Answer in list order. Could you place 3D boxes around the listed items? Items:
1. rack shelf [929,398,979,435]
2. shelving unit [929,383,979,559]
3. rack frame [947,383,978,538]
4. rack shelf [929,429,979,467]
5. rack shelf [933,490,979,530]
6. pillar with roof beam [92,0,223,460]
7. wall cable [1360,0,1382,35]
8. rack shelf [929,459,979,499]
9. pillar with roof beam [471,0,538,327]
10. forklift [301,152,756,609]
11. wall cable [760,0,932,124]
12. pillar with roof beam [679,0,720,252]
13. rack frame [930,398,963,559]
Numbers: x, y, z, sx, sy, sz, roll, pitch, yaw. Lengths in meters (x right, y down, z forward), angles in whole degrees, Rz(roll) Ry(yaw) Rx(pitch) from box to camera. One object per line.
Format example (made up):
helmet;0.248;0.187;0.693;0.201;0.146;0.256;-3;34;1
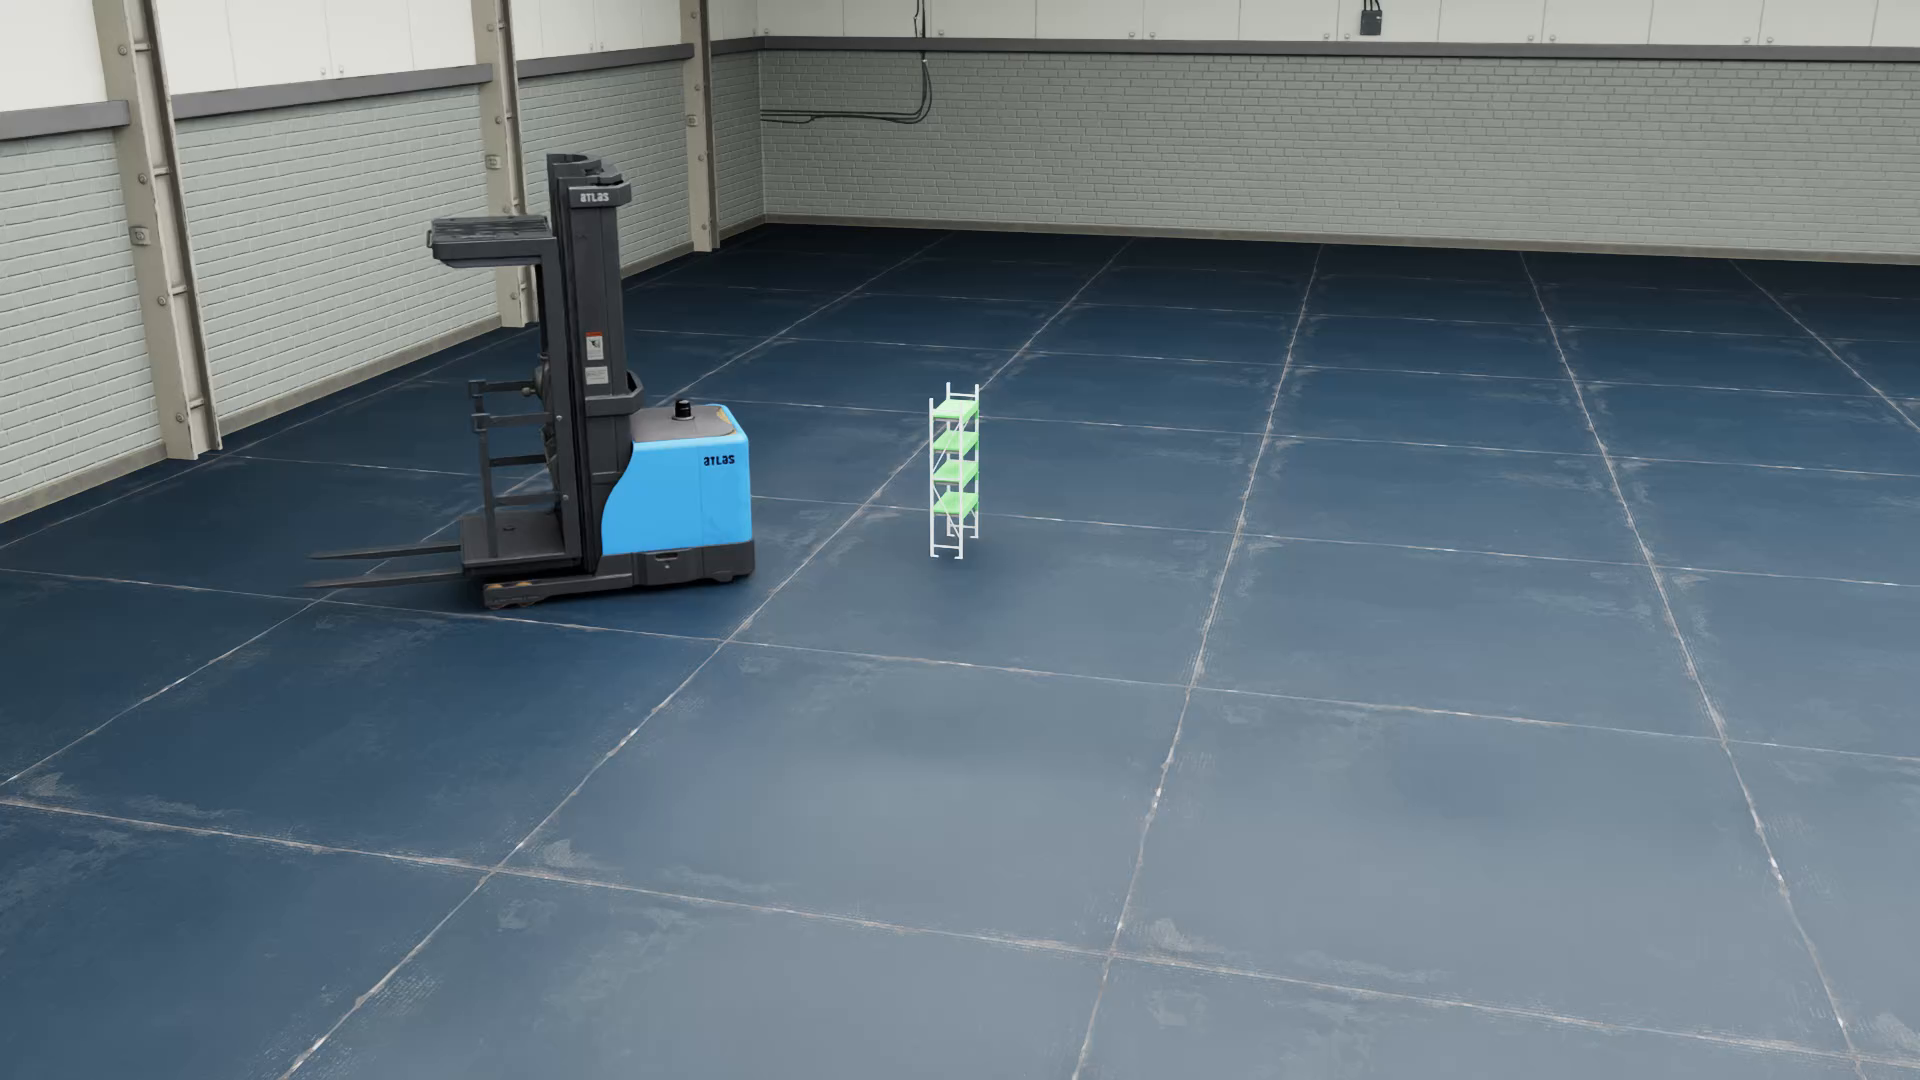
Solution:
rack shelf;-0.040;-0.910;12.207;0.258;0.148;0.480;5;19;13
shelving unit;-0.040;-0.516;12.342;0.258;1.200;0.503;5;19;13
rack frame;0.019;-0.592;12.566;0.240;1.200;0.015;5;19;13
rack shelf;-0.040;-0.683;12.285;0.258;0.148;0.480;5;19;13
rack shelf;-0.040;-0.228;12.440;0.258;0.148;0.480;5;19;13
pillar with roof beam;-2.728;-4.703;12.535;9.100;9.000;0.400;5;19;13
wall cable;7.233;-10.478;24.181;2.305;6.003;0.169;5;19;13
rack shelf;-0.040;-0.455;12.362;0.258;0.148;0.480;5;19;13
pillar with roof beam;-1.262;-6.584;18.041;9.100;9.000;0.400;5;19;13
forklift;-3.033;-1.106;11.390;3.031;2.935;1.130;-6;20;-16
wall cable;-1.969;-8.154;27.442;3.097;2.526;0.112;5;19;13
pillar with roof beam;0.204;-8.464;23.547;9.100;9.000;0.400;5;19;13
rack frame;-0.100;-0.439;12.118;0.240;1.200;0.015;5;19;13
